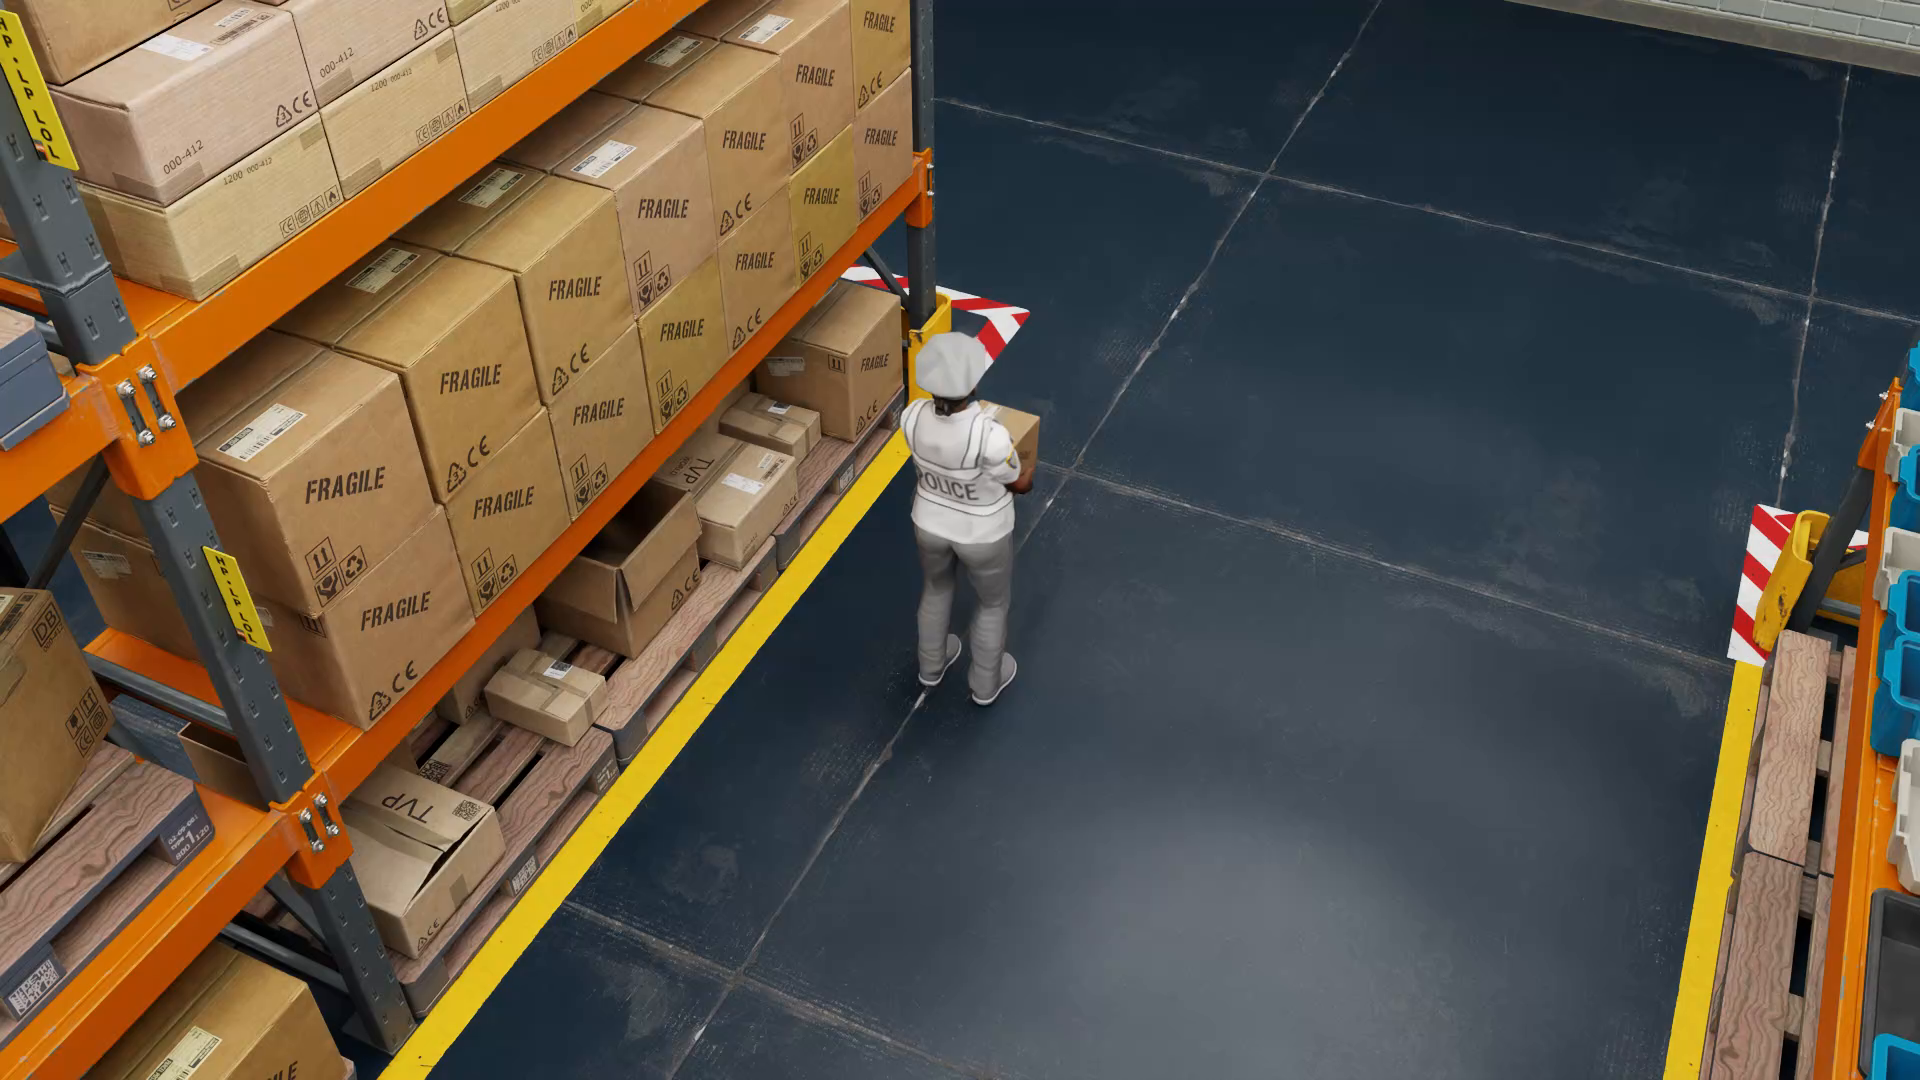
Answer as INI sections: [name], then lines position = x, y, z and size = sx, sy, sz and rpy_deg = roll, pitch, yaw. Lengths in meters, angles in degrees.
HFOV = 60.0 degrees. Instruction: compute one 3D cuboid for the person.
[person]
position = 0.049, -0.110, 6.265
size = 0.451, 1.688, 0.531
rpy_deg = 18, 45, 19
